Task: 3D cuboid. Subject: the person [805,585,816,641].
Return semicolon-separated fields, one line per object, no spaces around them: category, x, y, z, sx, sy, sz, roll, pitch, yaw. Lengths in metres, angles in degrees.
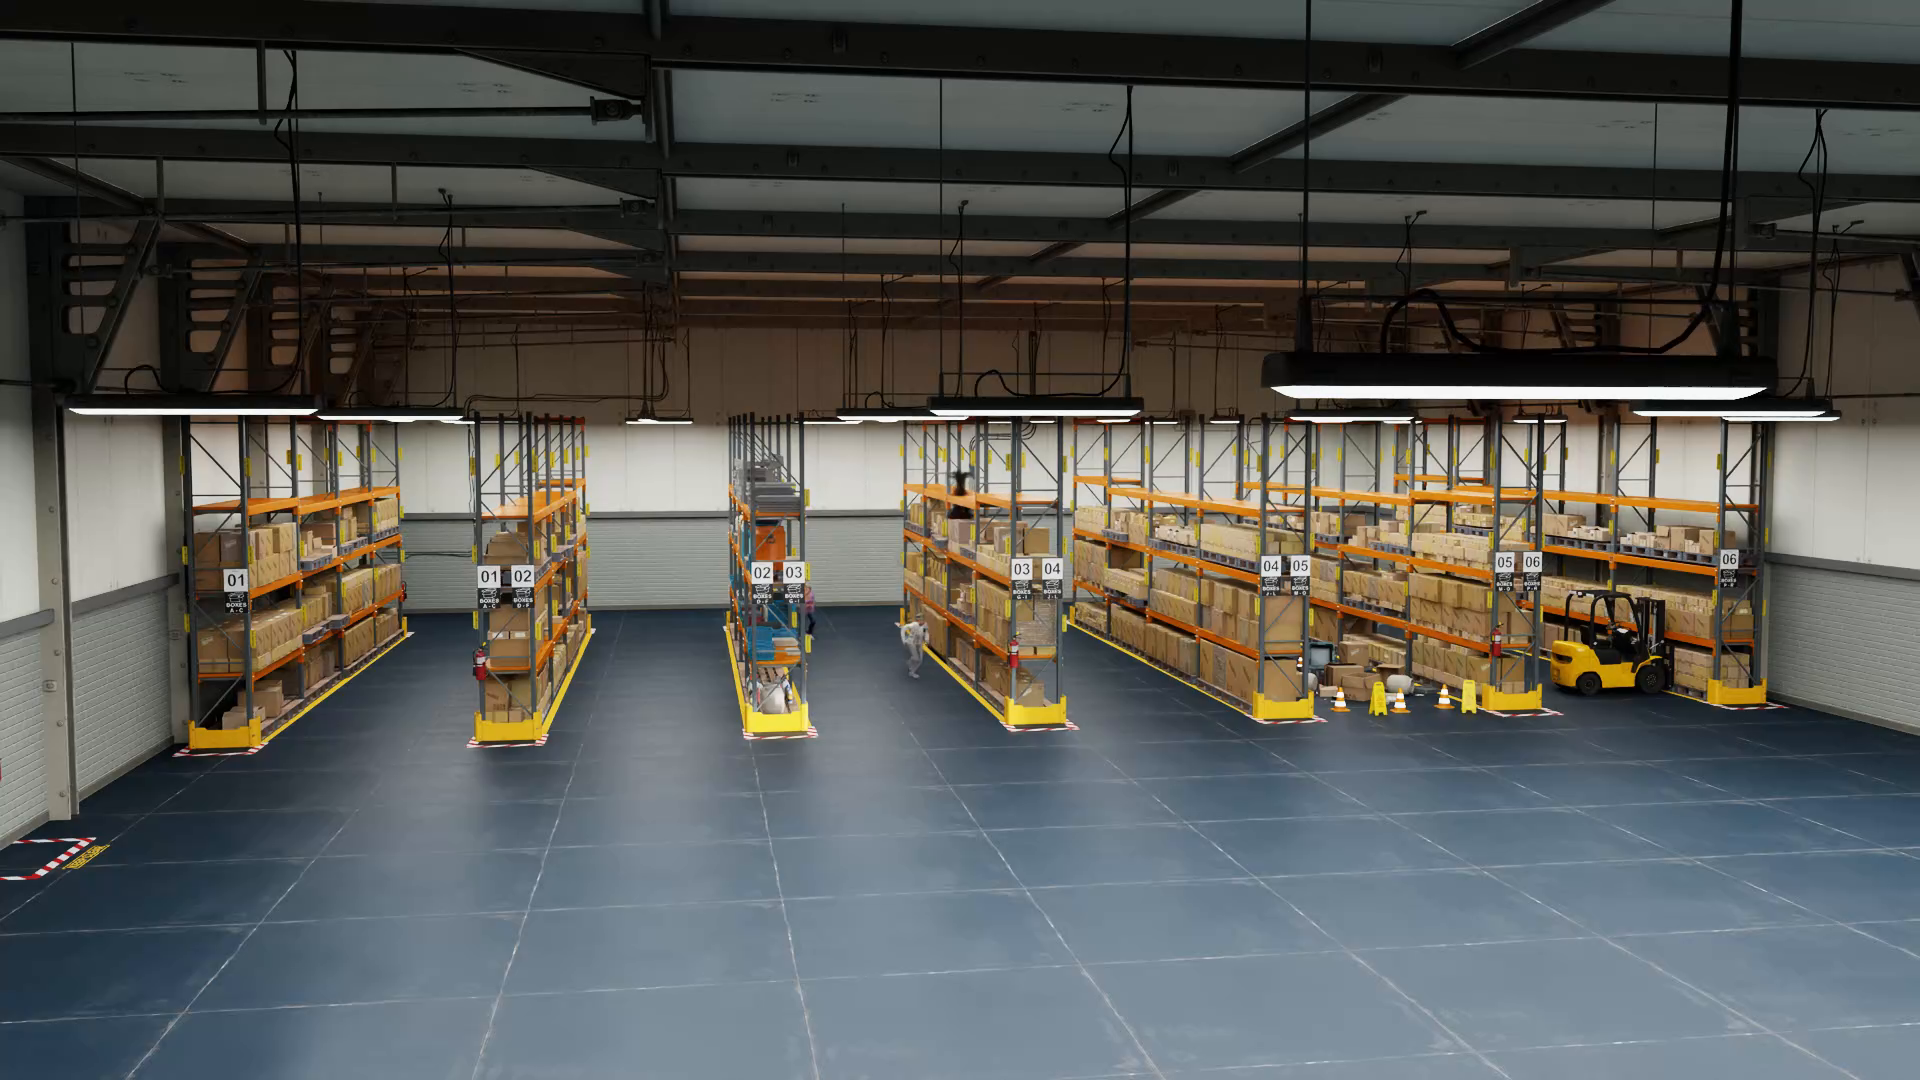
person;-4.074;1.934;44.328;0.466;1.513;0.854;-2;4;-22

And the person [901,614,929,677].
person;-1.020;2.408;37.855;0.646;1.502;0.754;-2;4;-25

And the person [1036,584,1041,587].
person;2.102;1.598;47.987;0.762;1.792;0.745;0;4;-7
